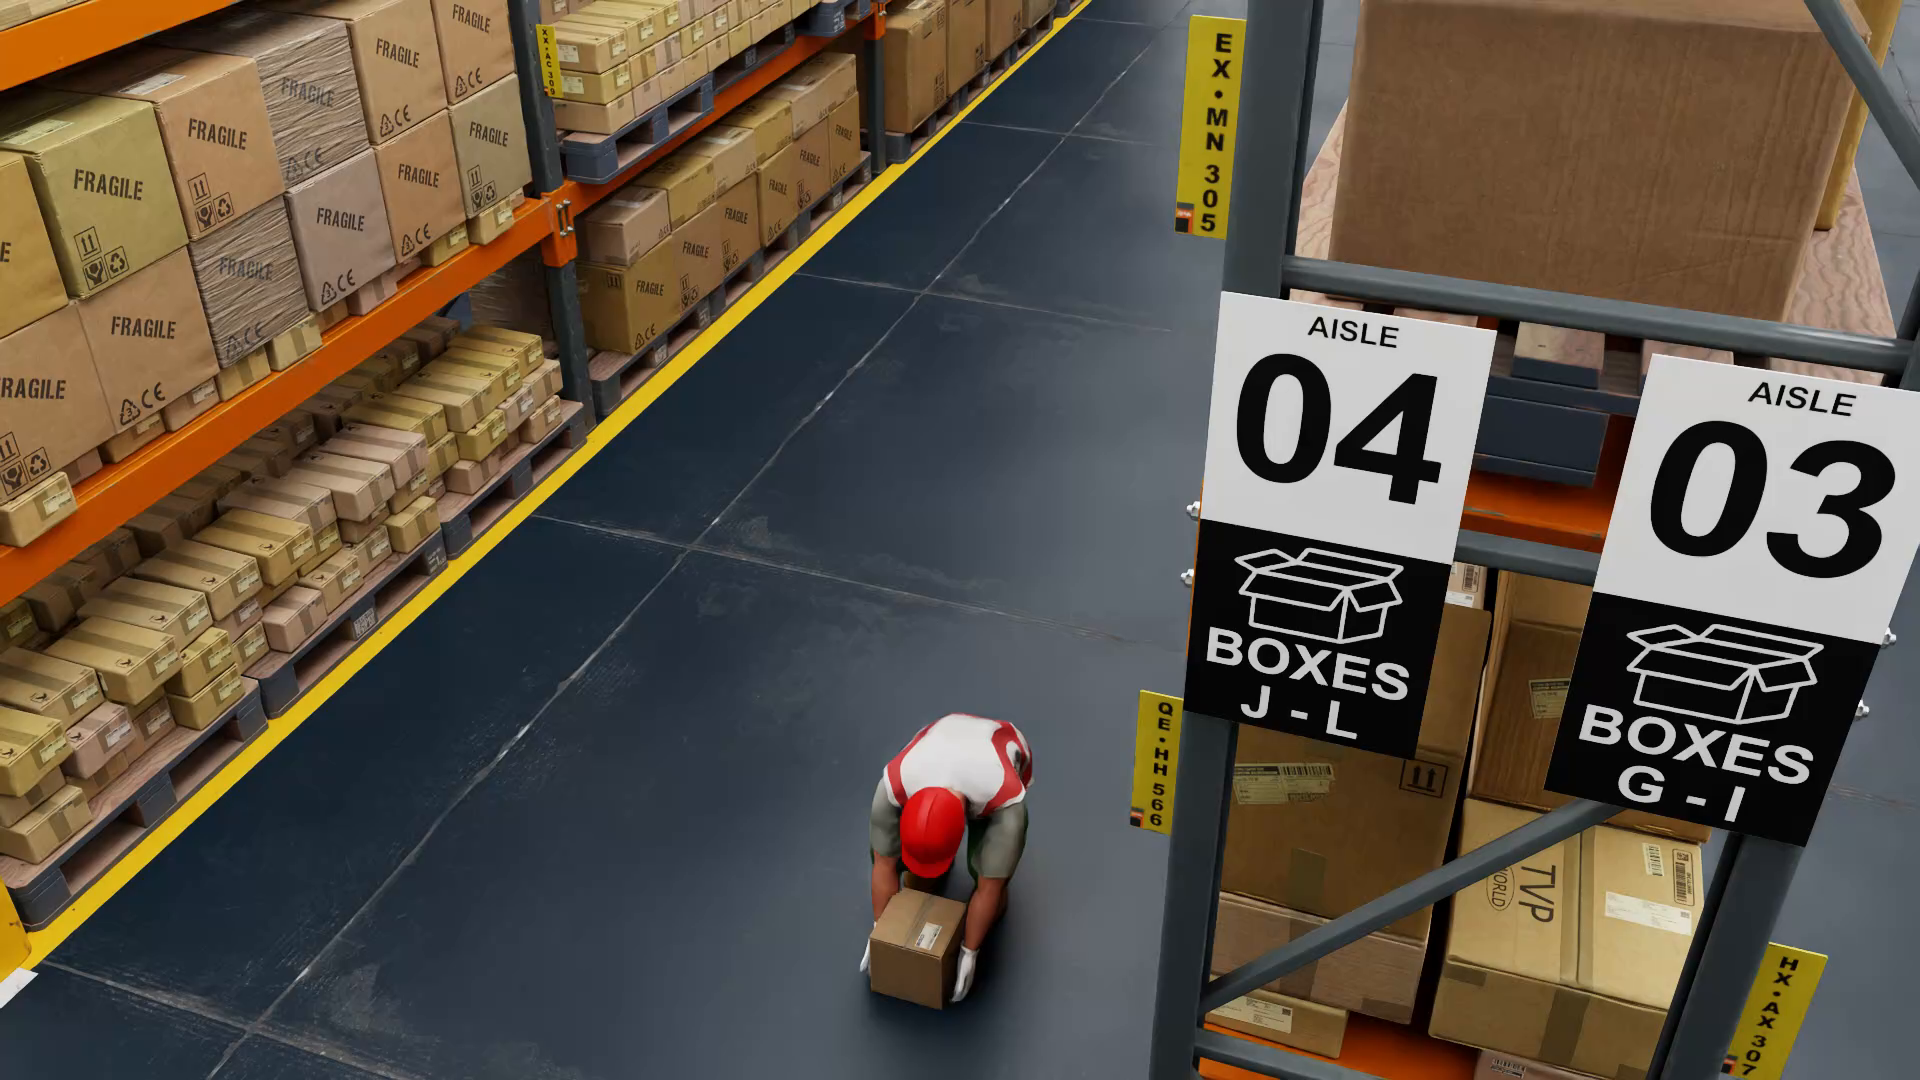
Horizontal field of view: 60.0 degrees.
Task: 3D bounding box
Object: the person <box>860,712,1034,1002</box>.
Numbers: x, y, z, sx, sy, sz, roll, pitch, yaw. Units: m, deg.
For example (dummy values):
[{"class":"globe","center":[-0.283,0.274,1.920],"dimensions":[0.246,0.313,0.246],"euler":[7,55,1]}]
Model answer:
[{"class":"person","center":[4.934,-1.236,8.956],"dimensions":[7.151,0.880,11.857],"euler":[11,35,16]}]
